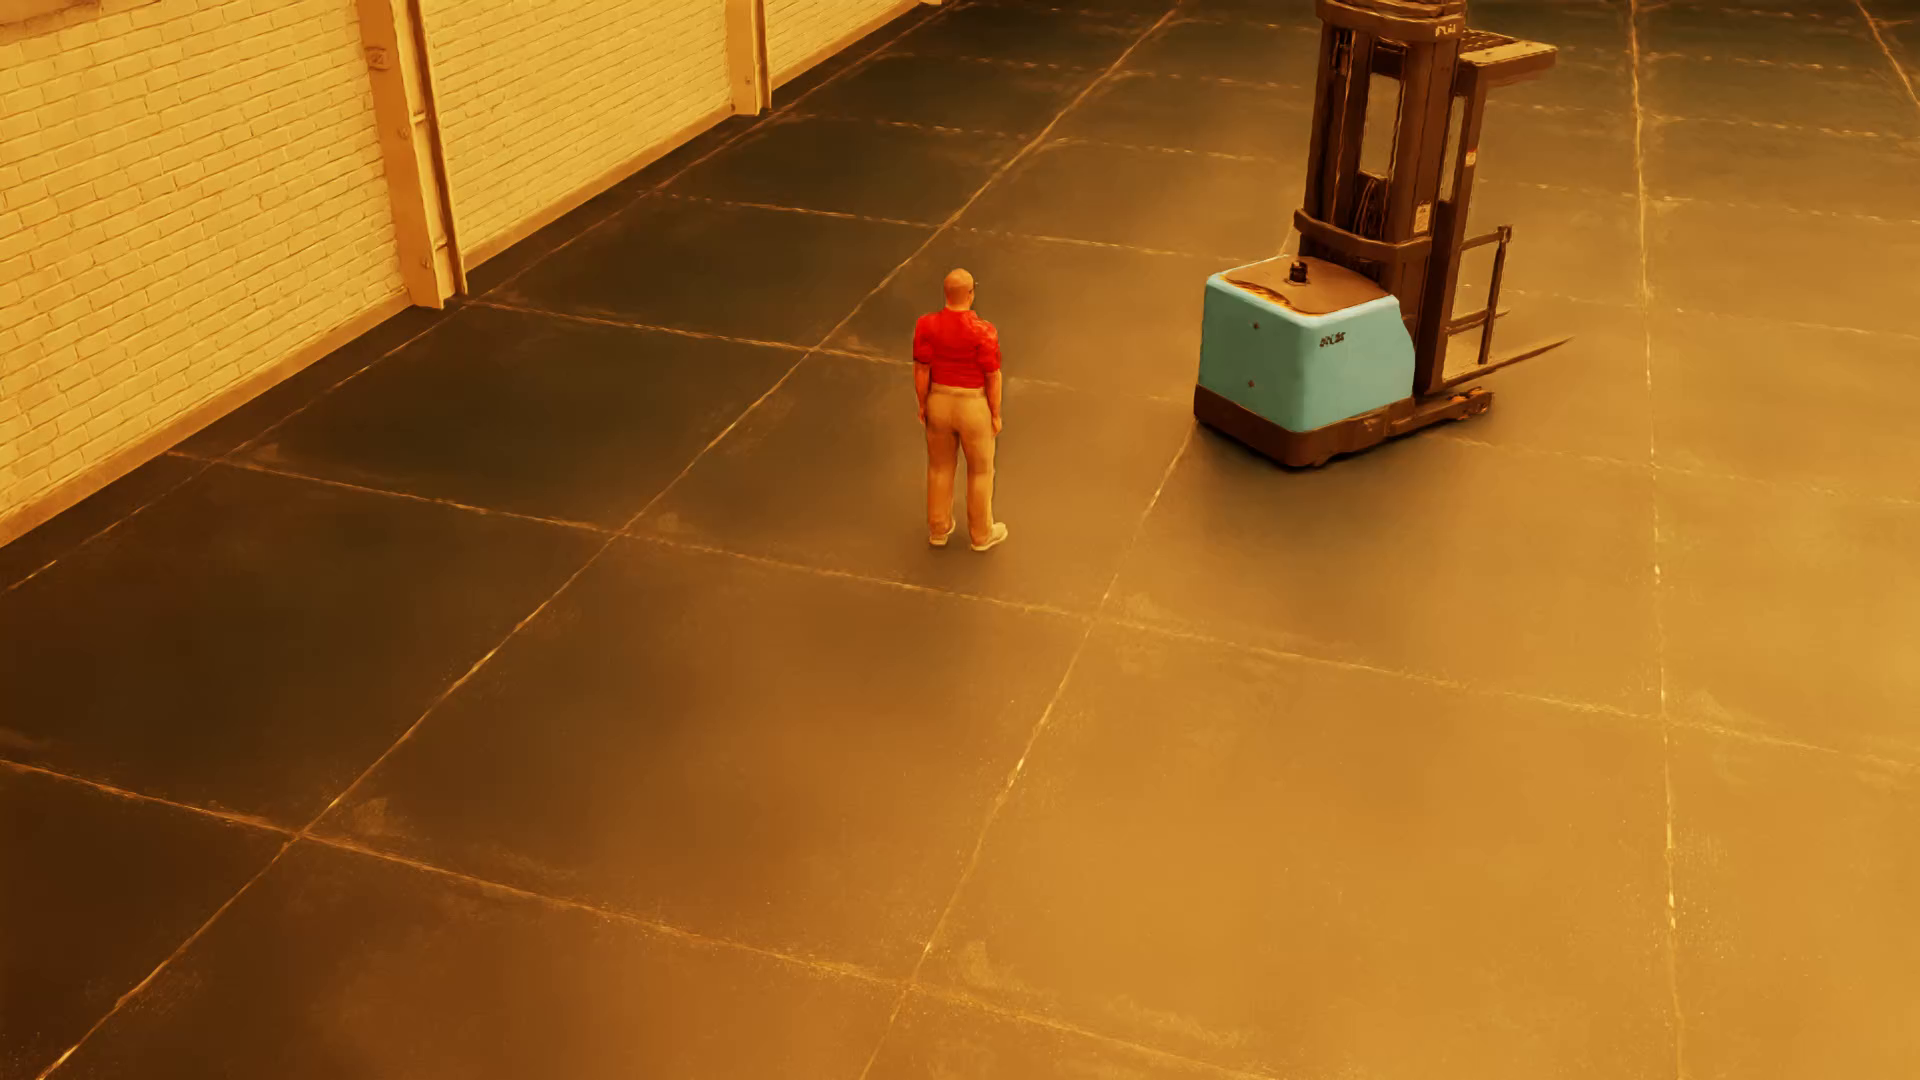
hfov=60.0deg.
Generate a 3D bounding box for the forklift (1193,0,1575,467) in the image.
[{"bbox_3d":[3.116,-2.307,11.183,3.031,2.935,1.130,-19,35,-29],"label":"forklift"}]

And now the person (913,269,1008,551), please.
[{"bbox_3d":[0.008,-0.762,9.690,0.523,1.730,0.365,10,31,16],"label":"person"}]
